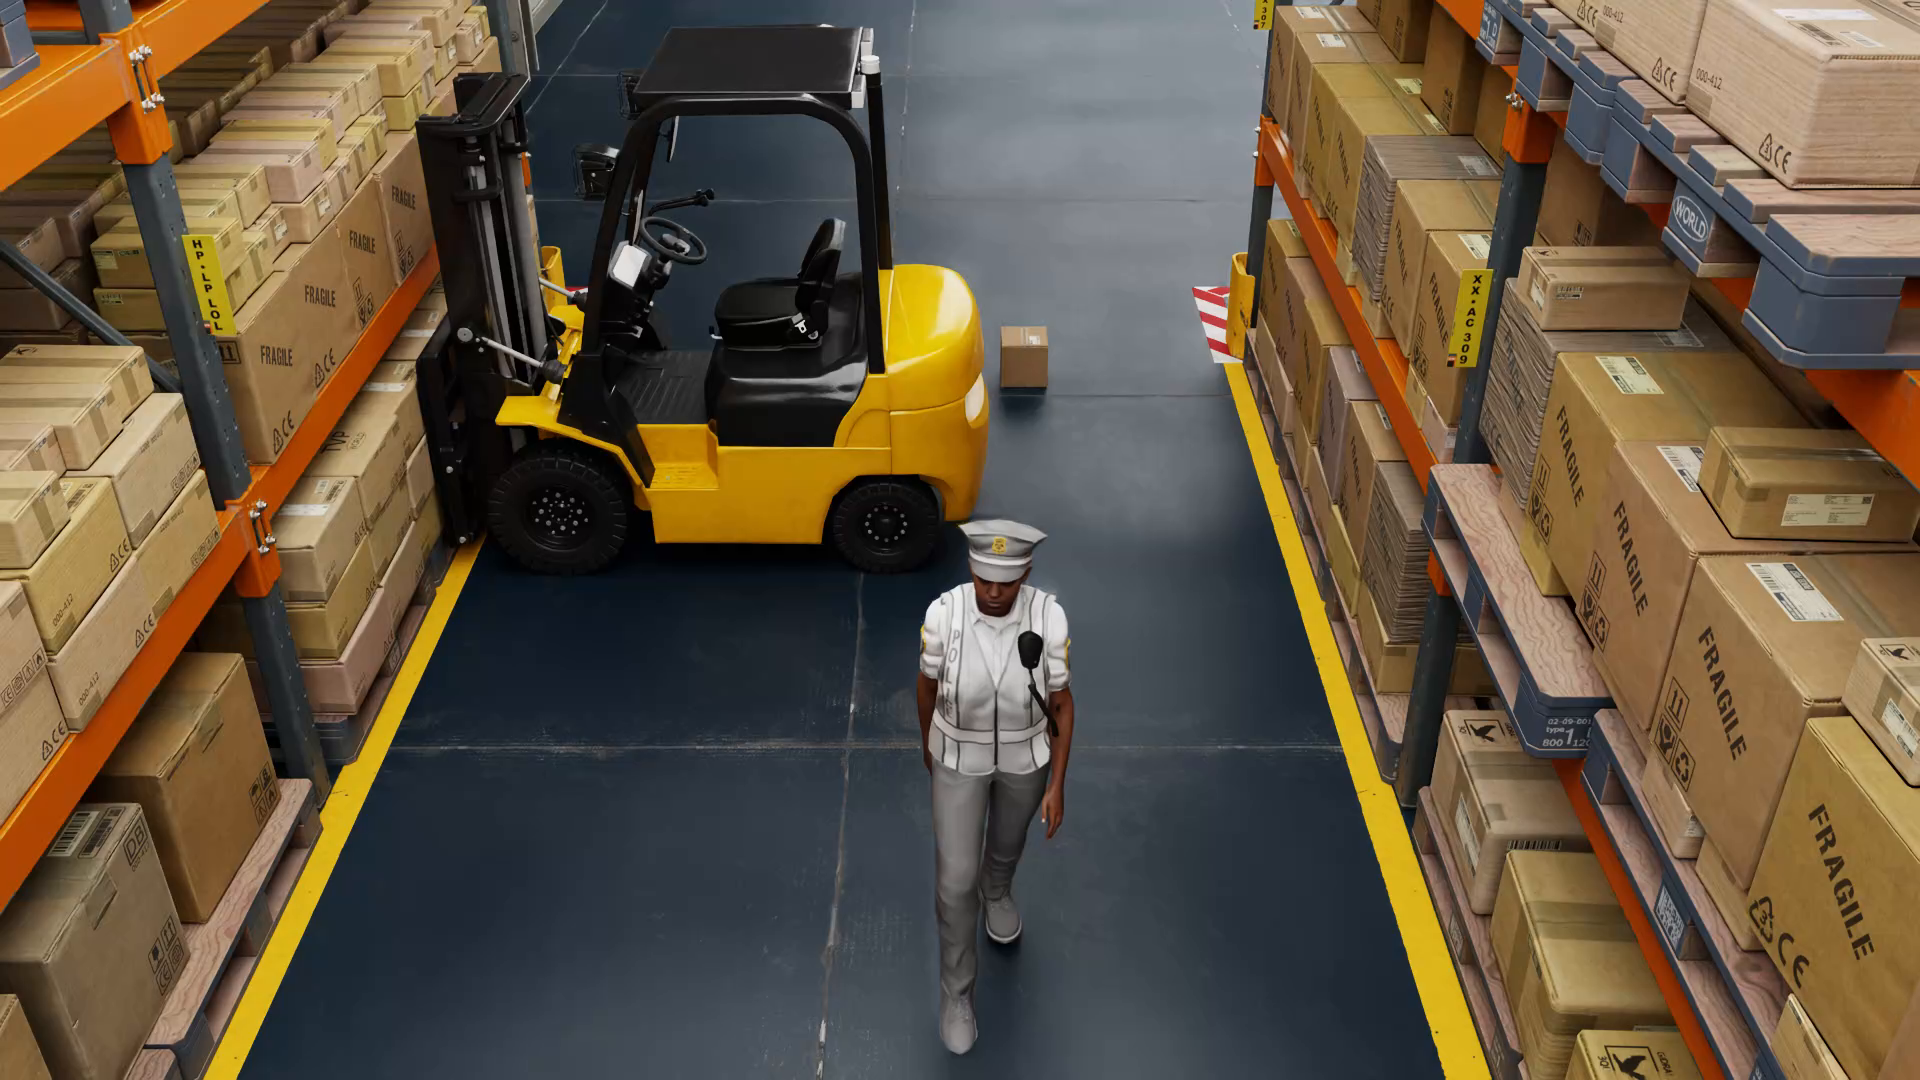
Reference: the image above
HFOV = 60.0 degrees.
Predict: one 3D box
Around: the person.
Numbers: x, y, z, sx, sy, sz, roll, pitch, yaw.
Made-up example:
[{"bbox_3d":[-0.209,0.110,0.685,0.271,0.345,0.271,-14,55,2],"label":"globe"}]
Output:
[{"bbox_3d":[0.106,0.698,5.006,0.458,1.733,0.697,-2,32,-3],"label":"person"}]
